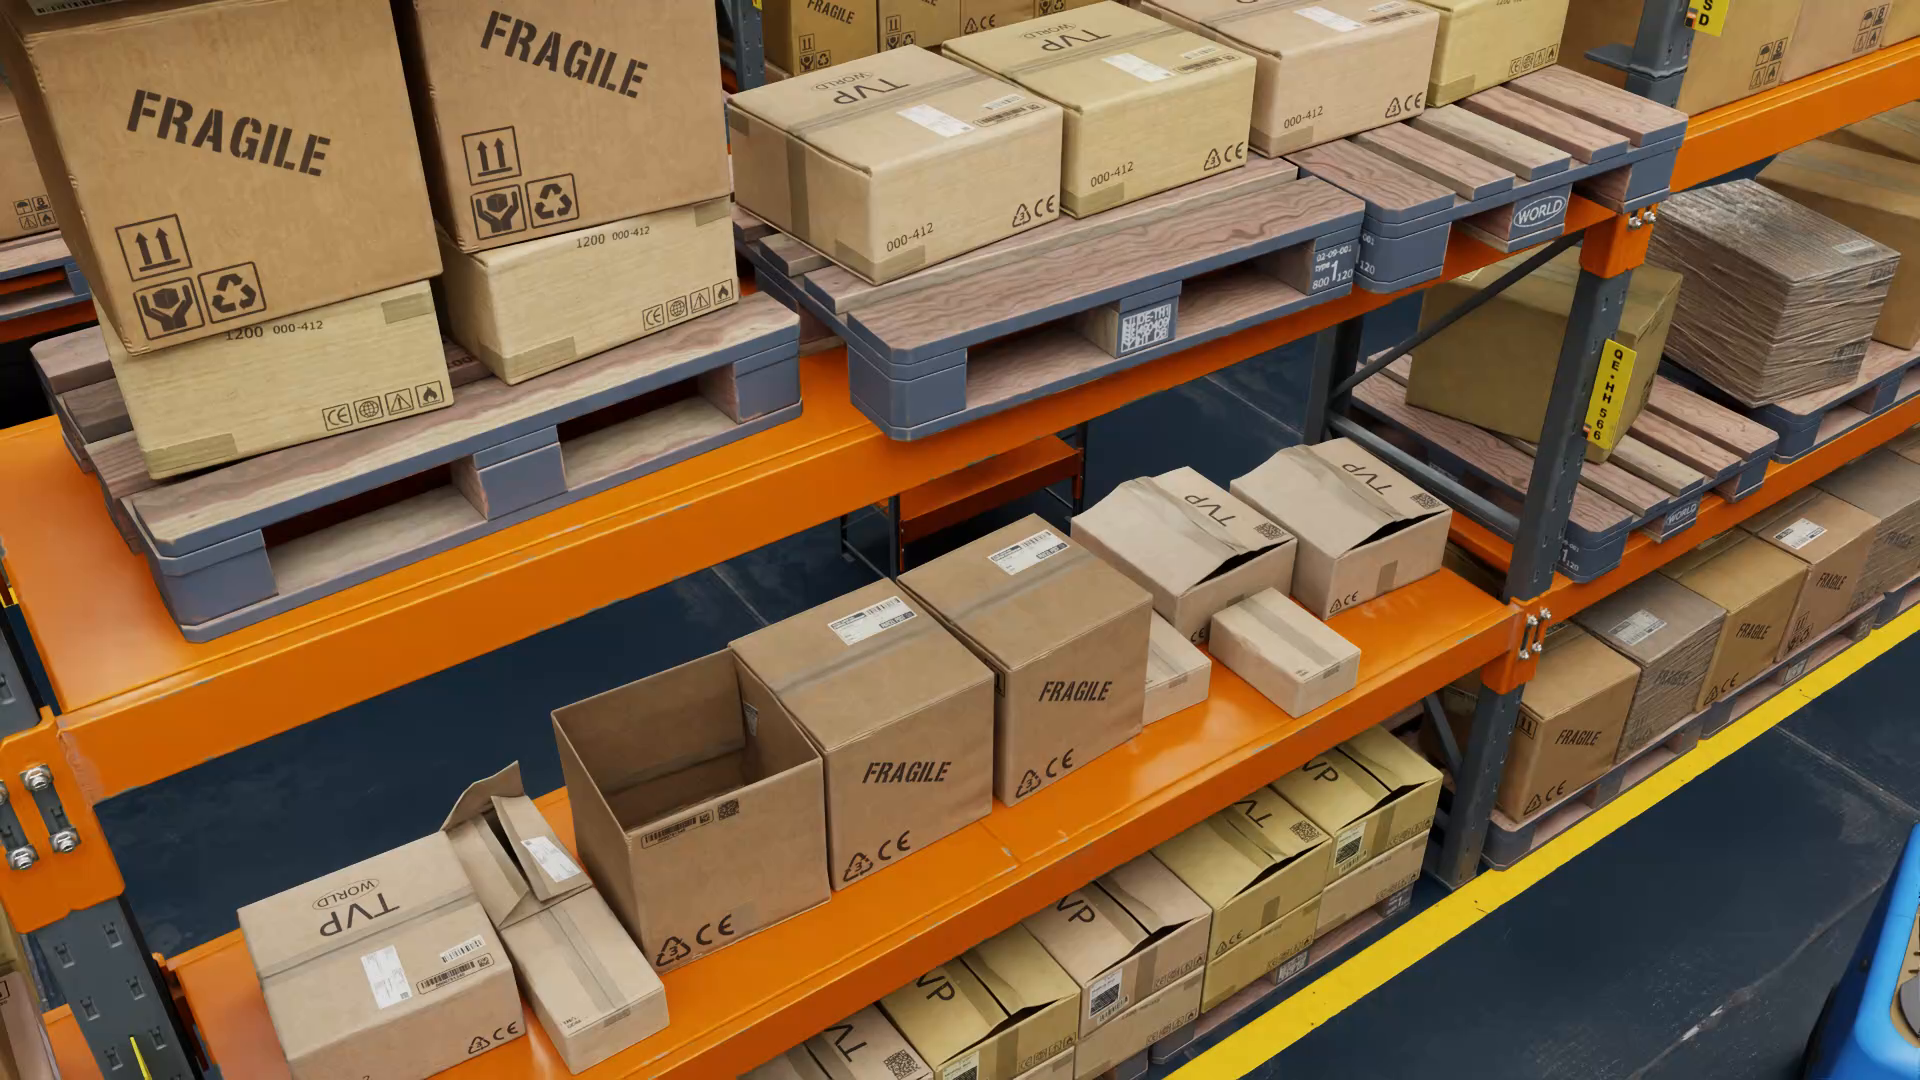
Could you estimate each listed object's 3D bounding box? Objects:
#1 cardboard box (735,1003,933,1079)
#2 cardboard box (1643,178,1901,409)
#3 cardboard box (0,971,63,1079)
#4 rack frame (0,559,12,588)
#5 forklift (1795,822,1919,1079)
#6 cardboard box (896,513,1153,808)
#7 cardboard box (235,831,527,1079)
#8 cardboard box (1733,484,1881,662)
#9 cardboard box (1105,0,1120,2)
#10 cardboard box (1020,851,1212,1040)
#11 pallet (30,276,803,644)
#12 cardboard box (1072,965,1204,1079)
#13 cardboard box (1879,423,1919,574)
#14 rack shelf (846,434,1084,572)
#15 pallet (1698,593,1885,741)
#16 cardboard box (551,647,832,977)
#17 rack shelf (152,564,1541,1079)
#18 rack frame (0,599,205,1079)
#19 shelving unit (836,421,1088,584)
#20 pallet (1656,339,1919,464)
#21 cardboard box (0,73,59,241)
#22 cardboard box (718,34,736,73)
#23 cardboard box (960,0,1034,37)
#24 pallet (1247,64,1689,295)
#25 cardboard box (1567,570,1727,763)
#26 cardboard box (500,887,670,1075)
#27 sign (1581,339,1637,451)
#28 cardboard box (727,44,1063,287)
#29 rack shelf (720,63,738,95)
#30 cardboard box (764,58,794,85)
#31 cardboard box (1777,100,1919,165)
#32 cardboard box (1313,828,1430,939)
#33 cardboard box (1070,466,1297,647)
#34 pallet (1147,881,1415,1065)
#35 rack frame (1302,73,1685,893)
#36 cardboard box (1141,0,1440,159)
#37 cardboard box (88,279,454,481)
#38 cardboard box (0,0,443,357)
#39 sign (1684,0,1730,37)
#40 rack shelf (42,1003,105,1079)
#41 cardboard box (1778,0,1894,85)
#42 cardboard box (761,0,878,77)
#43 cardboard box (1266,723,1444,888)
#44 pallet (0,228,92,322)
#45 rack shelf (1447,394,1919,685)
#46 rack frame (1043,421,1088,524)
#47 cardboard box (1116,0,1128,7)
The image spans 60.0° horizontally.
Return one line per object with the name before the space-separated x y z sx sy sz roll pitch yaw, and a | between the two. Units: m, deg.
cardboard box | -0.419 1.496 4.616 0.500 0.311 0.500 -24 42 -29
cardboard box | 2.842 -0.900 5.988 0.500 0.500 0.700 -15 38 -19
cardboard box | -1.833 1.028 3.110 0.250 0.149 0.380 -22 41 -28
rack frame | -4.591 -1.225 6.884 0.127 3.000 1.000 -22 41 -28
forklift | 3.767 1.180 3.600 3.031 2.935 1.130 22 41 27
cardboard box | 0.173 0.324 4.644 0.500 0.500 0.500 -25 42 -30
cardboard box | -1.357 1.013 3.901 0.500 0.250 0.500 -20 40 -25
cardboard box | 3.333 0.089 6.821 0.500 0.500 0.500 -24 42 -29
cardboard box | 0.889 -3.468 9.646 0.500 0.500 0.500 -22 41 -28
cardboard box | 0.413 1.151 5.096 0.500 0.311 0.500 -23 41 -28
pallet | -1.021 -0.305 3.199 1.217 0.209 0.805 -24 42 -30
cardboard box | 0.413 1.375 5.265 0.500 0.250 0.500 -21 41 -27
cardboard box | 4.157 -0.251 7.295 0.500 0.500 0.500 -22 41 -28
rack shelf | 0.006 -0.260 7.567 1.000 0.278 0.538 -22 41 -28
pallet | 3.163 0.284 7.175 1.213 0.211 1.003 -22 41 -28
cardboard box | -0.667 0.670 4.164 0.500 0.500 0.500 -19 40 -25
rack shelf | -0.100 0.758 4.744 4.000 0.370 1.077 -22 41 -28
rack frame | -1.735 1.138 3.598 0.127 3.000 1.000 -22 41 -28
shelving unit | 0.006 -0.459 7.425 1.048 1.125 0.538 -22 41 -28
pallet | 3.122 -0.786 6.438 1.213 0.211 1.003 -22 41 -28
cardboard box | -4.156 -1.599 6.942 0.500 0.500 0.700 -22 41 -28
cardboard box | -1.203 -2.708 9.144 0.250 0.149 0.380 -22 41 -27
cardboard box | 0.062 -3.119 9.160 0.500 0.500 0.500 -23 41 -28
pallet | 1.032 -1.077 4.272 1.003 0.211 1.213 -20 40 -26
cardboard box | 2.496 0.434 6.342 0.500 0.500 0.500 -24 42 -29
cardboard box | -0.893 1.040 3.950 0.250 0.149 0.380 -22 41 -28
sign | 1.857 -0.413 4.764 0.005 0.325 0.100 -22 41 -28
cardboard box | -0.136 -0.803 3.497 0.500 0.250 0.500 -26 43 -32
rack shelf | 0.313 -2.951 9.900 4.000 0.370 1.077 -22 41 -28
cardboard box | -0.919 -2.476 8.822 0.250 0.149 0.380 -23 42 -29
cardboard box | 3.763 -1.450 6.751 0.500 0.500 0.700 -16 39 -21
cardboard box | 1.245 1.032 5.741 0.500 0.250 0.500 -21 41 -27
cardboard box | 0.692 0.037 5.205 0.500 0.311 0.500 -23 42 -28
pallet | 0.840 1.183 5.924 1.213 0.211 1.003 -22 41 -28
rack frame | 1.535 -0.207 5.469 0.127 3.000 1.000 -22 41 -28
cardboard box | 0.779 -1.170 4.008 0.500 0.250 0.500 -21 41 -27
cardboard box | -1.225 -0.392 2.925 0.500 0.250 0.500 -18 39 -23
cardboard box | -1.208 -0.682 2.687 0.500 0.500 0.500 -22 41 -27
sign | 1.848 -1.399 4.047 0.005 0.325 0.100 -22 41 -28
rack shelf | -3.369 2.103 2.873 4.000 0.370 1.077 -22 41 -28
cardboard box | 2.289 -1.800 5.029 0.500 0.500 0.910 -22 41 -28
cardboard box | -0.777 -2.781 8.690 0.500 0.500 0.500 -21 41 -27
cardboard box | 1.249 0.805 5.577 0.500 0.311 0.500 -21 41 -27
pallet | -3.883 -1.334 7.201 1.213 0.211 1.003 -22 41 -28
rack shelf | 3.170 -0.588 6.614 4.000 0.370 1.077 -22 41 -28
rack frame | 0.421 -0.630 7.662 0.032 1.125 0.500 -22 41 -28
cardboard box | 0.771 -3.166 9.782 0.250 0.149 0.380 -24 42 -29
